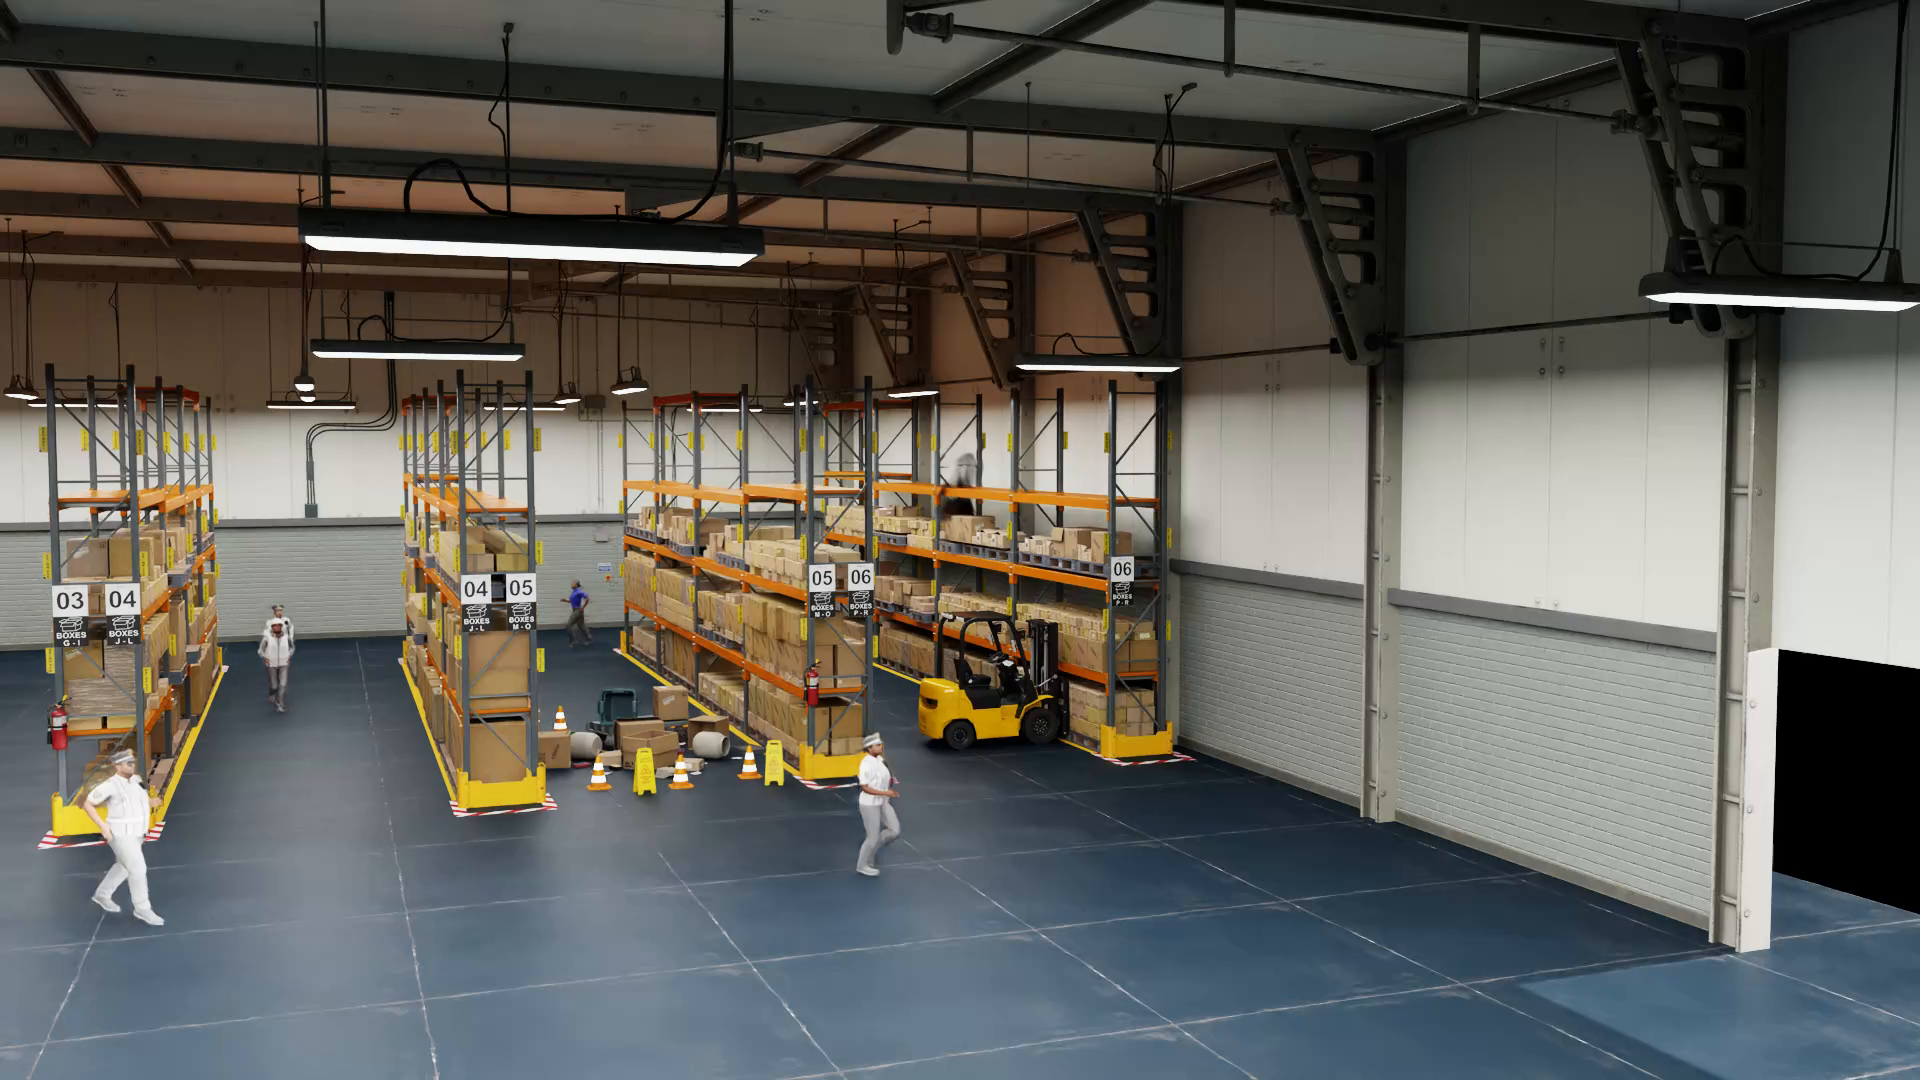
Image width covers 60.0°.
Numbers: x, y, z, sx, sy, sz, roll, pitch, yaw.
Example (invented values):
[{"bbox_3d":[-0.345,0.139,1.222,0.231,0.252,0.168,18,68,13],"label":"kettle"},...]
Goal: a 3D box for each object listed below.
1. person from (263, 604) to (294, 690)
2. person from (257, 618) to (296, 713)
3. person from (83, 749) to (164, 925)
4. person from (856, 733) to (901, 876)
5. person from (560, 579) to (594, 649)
[{"bbox_3d":[-13.869,2.159,33.885,0.601,1.723,0.894,-2,4,-26],"label":"person"},{"bbox_3d":[-12.705,2.321,30.960,0.675,1.738,0.762,-2,4,-31],"label":"person"},{"bbox_3d":[-8.724,3.088,17.389,0.888,1.824,0.649,0,3,5],"label":"person"},{"bbox_3d":[-0.934,3.046,19.206,0.570,1.662,0.561,2,4,27],"label":"person"},{"bbox_3d":[-9.331,1.810,40.533,0.802,1.706,0.563,-1,4,-18],"label":"person"}]
